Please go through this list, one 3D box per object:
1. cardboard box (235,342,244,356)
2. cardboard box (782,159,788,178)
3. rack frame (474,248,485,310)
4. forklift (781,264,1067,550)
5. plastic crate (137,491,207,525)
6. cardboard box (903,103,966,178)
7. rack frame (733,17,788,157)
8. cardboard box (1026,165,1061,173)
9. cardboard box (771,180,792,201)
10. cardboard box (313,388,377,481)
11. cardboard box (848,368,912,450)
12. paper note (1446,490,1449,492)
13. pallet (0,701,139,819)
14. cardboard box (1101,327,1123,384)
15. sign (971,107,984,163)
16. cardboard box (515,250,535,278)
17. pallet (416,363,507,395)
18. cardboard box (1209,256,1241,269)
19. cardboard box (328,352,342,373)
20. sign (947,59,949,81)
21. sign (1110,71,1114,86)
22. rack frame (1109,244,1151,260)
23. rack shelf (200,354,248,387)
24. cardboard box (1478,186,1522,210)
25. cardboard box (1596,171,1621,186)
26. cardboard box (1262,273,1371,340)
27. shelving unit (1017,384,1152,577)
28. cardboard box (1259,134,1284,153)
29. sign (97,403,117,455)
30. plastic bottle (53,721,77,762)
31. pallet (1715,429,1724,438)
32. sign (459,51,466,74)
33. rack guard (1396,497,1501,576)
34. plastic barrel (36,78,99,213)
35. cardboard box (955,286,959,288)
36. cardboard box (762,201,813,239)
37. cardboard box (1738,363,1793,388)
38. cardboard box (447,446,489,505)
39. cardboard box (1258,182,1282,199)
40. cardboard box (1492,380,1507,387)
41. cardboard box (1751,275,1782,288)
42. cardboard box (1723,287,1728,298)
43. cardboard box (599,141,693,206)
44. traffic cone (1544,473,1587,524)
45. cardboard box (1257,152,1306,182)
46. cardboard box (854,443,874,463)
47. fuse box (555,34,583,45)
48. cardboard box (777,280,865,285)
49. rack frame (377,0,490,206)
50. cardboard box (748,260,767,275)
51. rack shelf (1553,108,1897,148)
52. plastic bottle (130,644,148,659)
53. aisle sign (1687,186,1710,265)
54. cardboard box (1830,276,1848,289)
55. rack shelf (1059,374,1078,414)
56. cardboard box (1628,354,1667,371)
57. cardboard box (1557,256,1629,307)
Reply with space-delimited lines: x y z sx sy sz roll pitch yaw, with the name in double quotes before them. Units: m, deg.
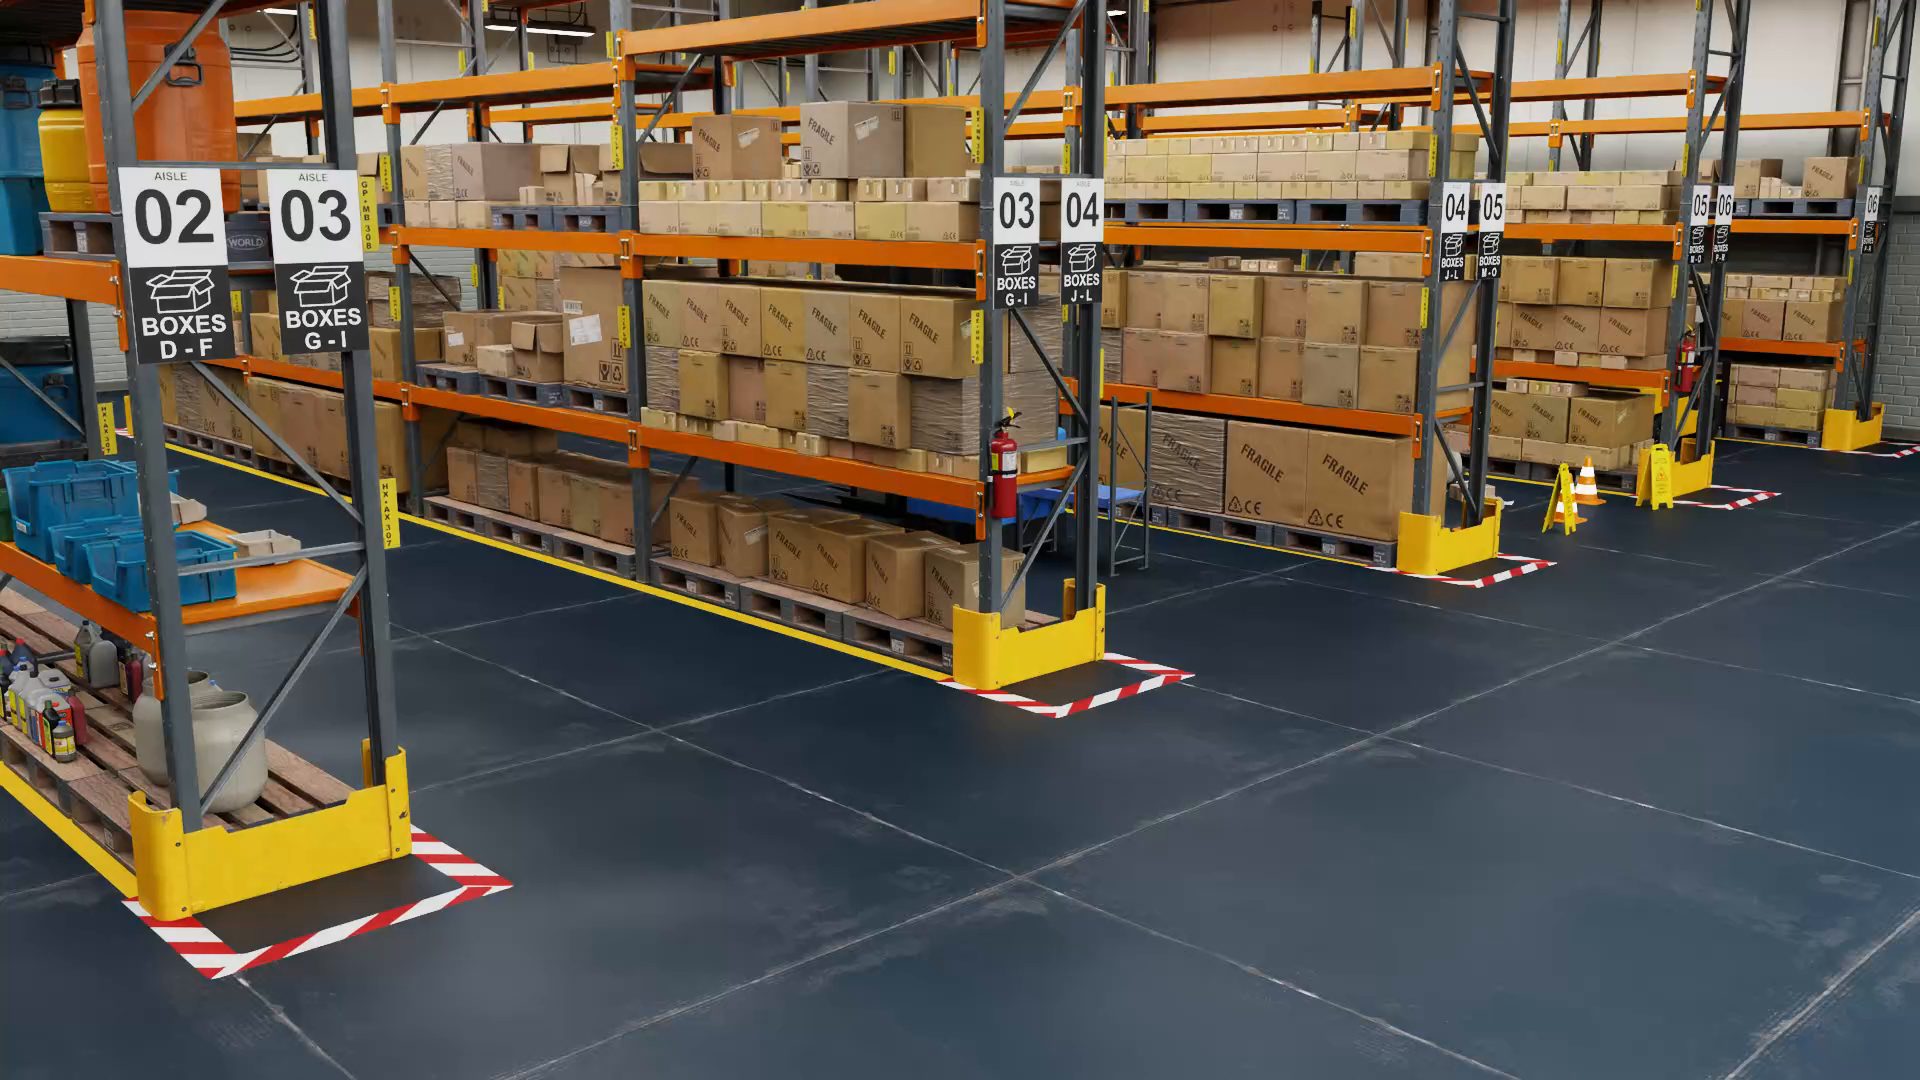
"cardboard box" -8.213 -2.228 19.251 0.380 0.149 0.250 -11 16 -42
"cardboard box" -2.178 -4.433 19.755 0.396 0.266 0.258 -11 16 -43
"rack frame" -6.870 -3.612 25.348 1.000 3.000 0.127 -11 16 -43
"forklift" -0.451 -1.523 15.378 3.031 2.935 1.130 11 16 43
"plastic crate" -4.518 -0.163 9.262 0.530 0.136 0.437 -11 16 -43
"cardboard box" -0.308 -2.763 11.572 0.500 0.500 0.500 -11 16 -43
"rack frame" -3.360 -7.255 28.163 1.000 3.000 0.127 -11 16 -43
"cardboard box" 1.344 -4.991 23.319 0.500 0.500 0.700 11 16 42
"cardboard box" -1.109 -2.467 11.740 0.380 0.149 0.250 -10 16 -41
"cardboard box" -6.074 -1.168 17.710 1.225 0.875 0.875 -11 16 -42
"cardboard box" -0.270 -0.935 11.372 0.875 0.500 0.500 -11 16 -43
"paper note" 5.119 -0.527 17.761 0.148 0.019 0.142 -5 13 -23
"pallet" -4.542 1.154 9.127 1.003 0.211 1.213 -11 16 -43
"cardboard box" 1.680 -1.882 16.579 0.875 0.550 0.550 -11 16 -43
"sign" 0.107 -2.429 9.978 0.100 0.325 0.005 -11 16 -43
"cardboard box" -6.056 -4.042 23.973 0.500 0.500 0.500 -11 16 -44
"pallet" -4.434 -1.585 15.985 1.213 0.211 1.003 -11 16 -43
"cardboard box" 3.499 -3.668 21.985 0.250 0.149 0.380 11 16 42
"cardboard box" -6.224 -2.003 17.293 0.500 0.500 0.500 11 16 43
"sign" -0.213 -7.245 25.602 0.100 0.325 0.005 -11 16 -43
"sign" 2.585 -7.787 28.233 0.100 0.325 0.005 -11 16 -43
"rack frame" 2.990 -4.425 29.294 1.000 3.000 0.127 -11 16 -43
"rack shelf" -9.146 -2.291 20.721 1.077 0.370 4.000 -11 16 -43
"cardboard box" 6.082 -3.782 18.374 0.500 0.250 0.500 -11 16 -42
"cardboard box" 6.902 -3.804 17.493 0.380 0.149 0.250 -11 16 -43
"cardboard box" 3.216 -2.107 14.995 0.875 0.550 0.550 -11 16 -43
"shelving unit" 1.044 -0.536 14.133 1.048 1.500 0.538 11 16 43
"cardboard box" 2.823 -3.456 14.514 0.380 0.149 0.250 -11 16 -43
"sign" -5.417 -0.705 10.551 0.100 0.325 0.005 -11 16 -43
"plastic bottle" -4.646 1.038 8.623 0.097 0.201 0.097 0 12 0
"pallet" 9.880 -1.592 22.453 1.003 0.211 1.213 -11 16 -43
"sign" -7.263 -6.971 24.274 0.100 0.325 0.005 -11 16 -43
"rack guard" 4.196 -0.049 14.249 1.175 0.500 0.348 -11 16 -43
"plastic barrel" -3.939 -1.826 7.738 0.600 0.588 0.600 0 12 0
"cardboard box" 0.364 -2.620 17.806 0.700 0.500 0.500 -11 16 -42
"cardboard box" -1.041 -2.252 11.686 0.500 0.250 0.500 -11 16 -44
"cardboard box" 10.376 -2.120 21.401 0.500 0.250 0.500 -11 16 -42
"cardboard box" -4.526 -0.664 16.145 0.500 0.500 0.700 11 16 42
"cardboard box" 2.827 -3.064 14.591 0.380 0.149 0.250 -11 16 -42
"cardboard box" 6.235 -1.594 19.469 0.500 0.500 0.500 -10 15 -40
"cardboard box" 10.366 -3.322 21.347 0.380 0.149 0.250 -11 16 -42
"cardboard box" 9.931 -3.236 21.667 0.380 0.149 0.250 -11 16 -42
"cardboard box" -2.493 -2.992 13.609 0.637 0.503 0.797 11 16 42
"traffic cone" 5.891 -0.418 16.130 0.336 0.463 0.334 -11 16 -43
"cardboard box" 2.948 -3.252 14.513 0.500 0.250 0.500 -11 16 -43
"cardboard box" -0.510 -0.637 11.531 0.380 0.149 0.250 -11 16 -43
"fuse box" -7.435 -9.602 31.628 0.513 0.334 0.176 -11 16 -43
"cardboard box" -1.040 -1.695 12.583 0.500 0.500 0.500 -11 16 -43
"rack frame" -5.003 -4.706 15.793 1.000 3.000 0.127 -11 16 -43
"cardboard box" -3.235 -4.745 28.124 0.500 0.500 0.500 -11 16 -44
"rack shelf" 9.896 -5.356 21.718 1.077 0.370 4.000 -11 16 -43
"plastic bottle" -4.814 0.717 9.811 0.144 0.351 0.185 -11 16 -43
"aisle sign" 7.522 -3.205 16.932 0.394 0.787 0.004 -11 16 -43
"cardboard box" 11.199 -3.265 21.071 0.380 0.149 0.250 -11 16 -44
"rack shelf" 0.036 -1.800 18.337 1.077 0.370 4.000 -11 16 -43
"cardboard box" 7.276 -1.883 17.579 0.380 0.149 0.250 -10 15 -41
"cardboard box" 6.835 -2.785 17.871 0.700 0.500 0.500 -11 16 -42
